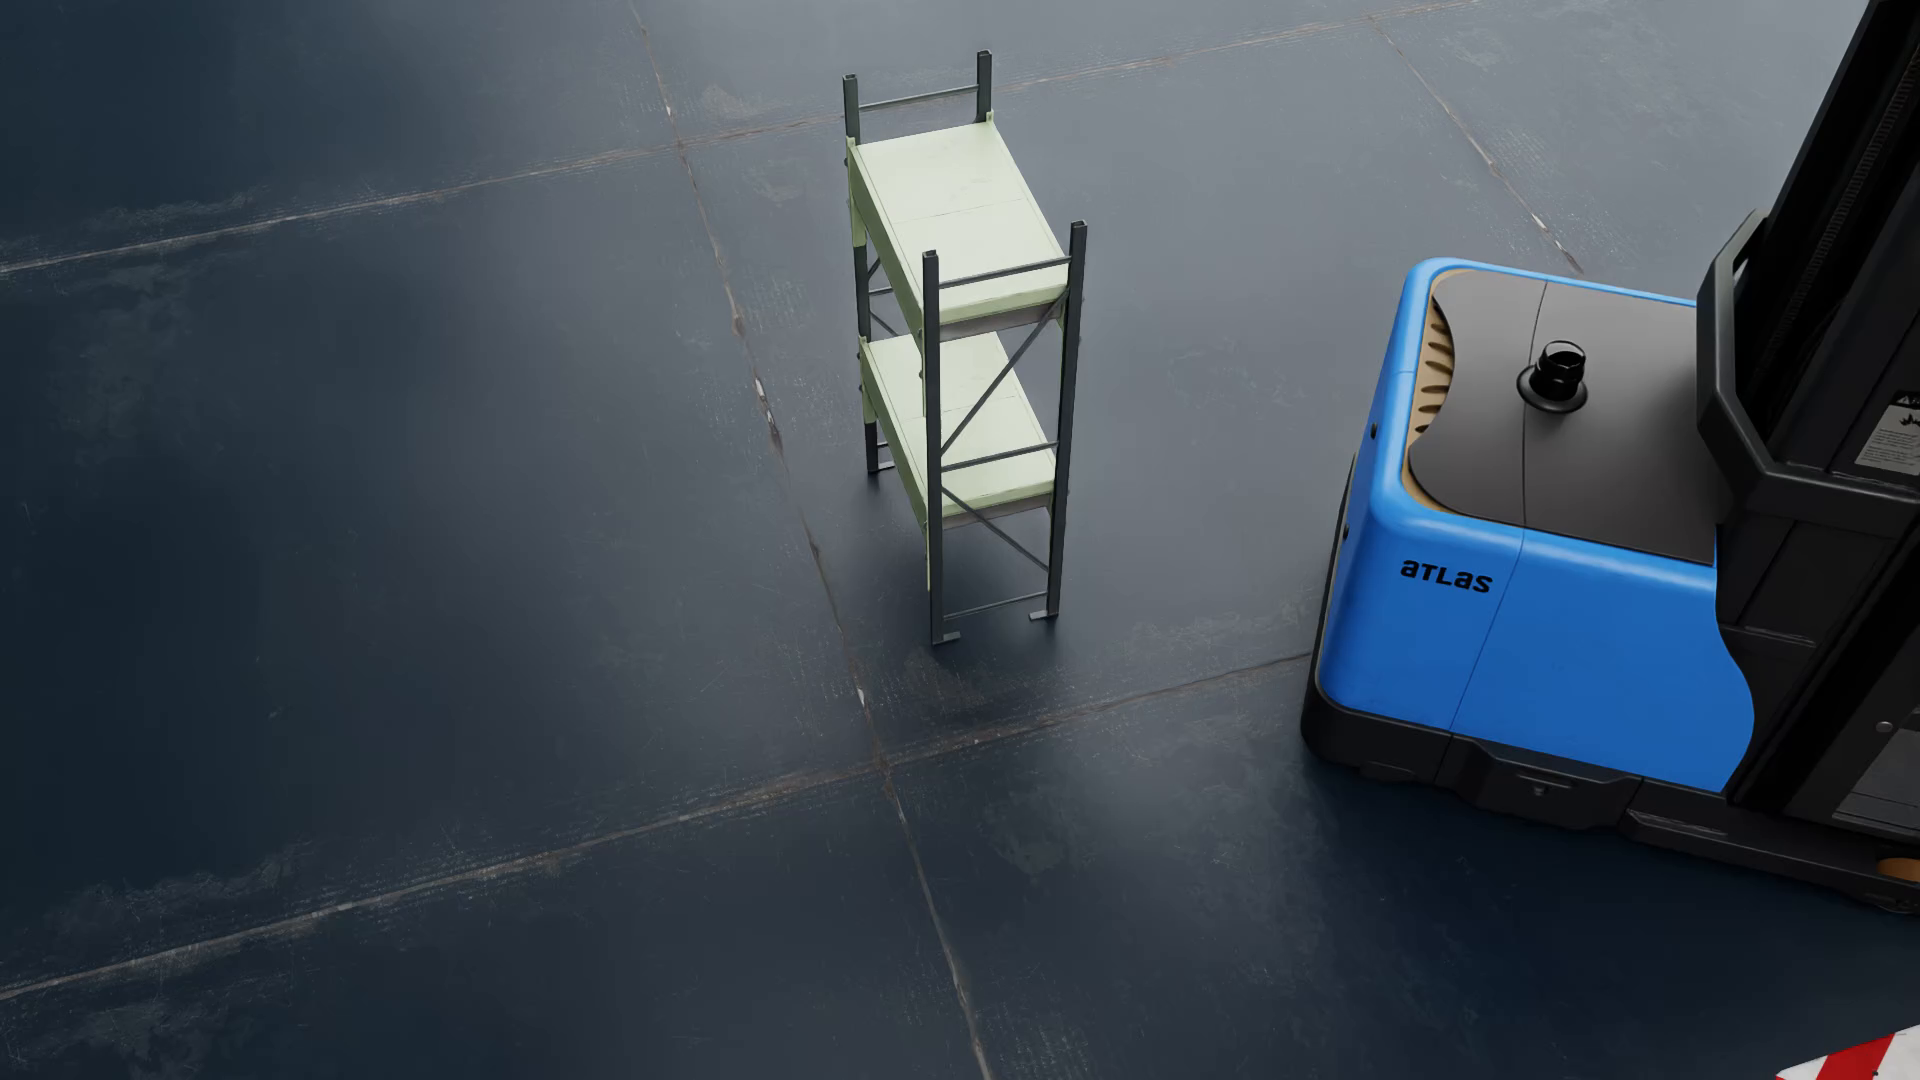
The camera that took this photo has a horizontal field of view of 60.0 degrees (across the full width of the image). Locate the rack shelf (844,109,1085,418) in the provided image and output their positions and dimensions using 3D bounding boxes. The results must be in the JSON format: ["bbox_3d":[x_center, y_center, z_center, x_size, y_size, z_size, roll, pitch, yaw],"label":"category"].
[{"bbox_3d":[-0.002,-0.740,4.382,0.431,0.370,0.720,-13,51,-11],"label":"rack shelf"}]

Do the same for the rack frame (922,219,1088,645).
[{"bbox_3d":[0.106,-0.221,4.455,0.400,1.500,0.023,-13,51,-11],"label":"rack frame"}]

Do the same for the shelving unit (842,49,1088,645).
[{"bbox_3d":[-0.002,-0.488,4.681,0.431,1.500,0.755,-13,51,-11],"label":"shelving unit"}]

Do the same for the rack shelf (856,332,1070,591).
[{"bbox_3d":[-0.002,-0.278,4.930,0.431,0.370,0.720,-13,51,-11],"label":"rack shelf"}]

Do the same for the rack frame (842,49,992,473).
[{"bbox_3d":[-0.110,-0.756,4.906,0.400,1.500,0.023,-13,51,-11],"label":"rack frame"}]

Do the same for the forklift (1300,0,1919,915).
[{"bbox_3d":[2.538,-0.370,3.645,3.031,2.935,1.130,12,51,10],"label":"forklift"}]
